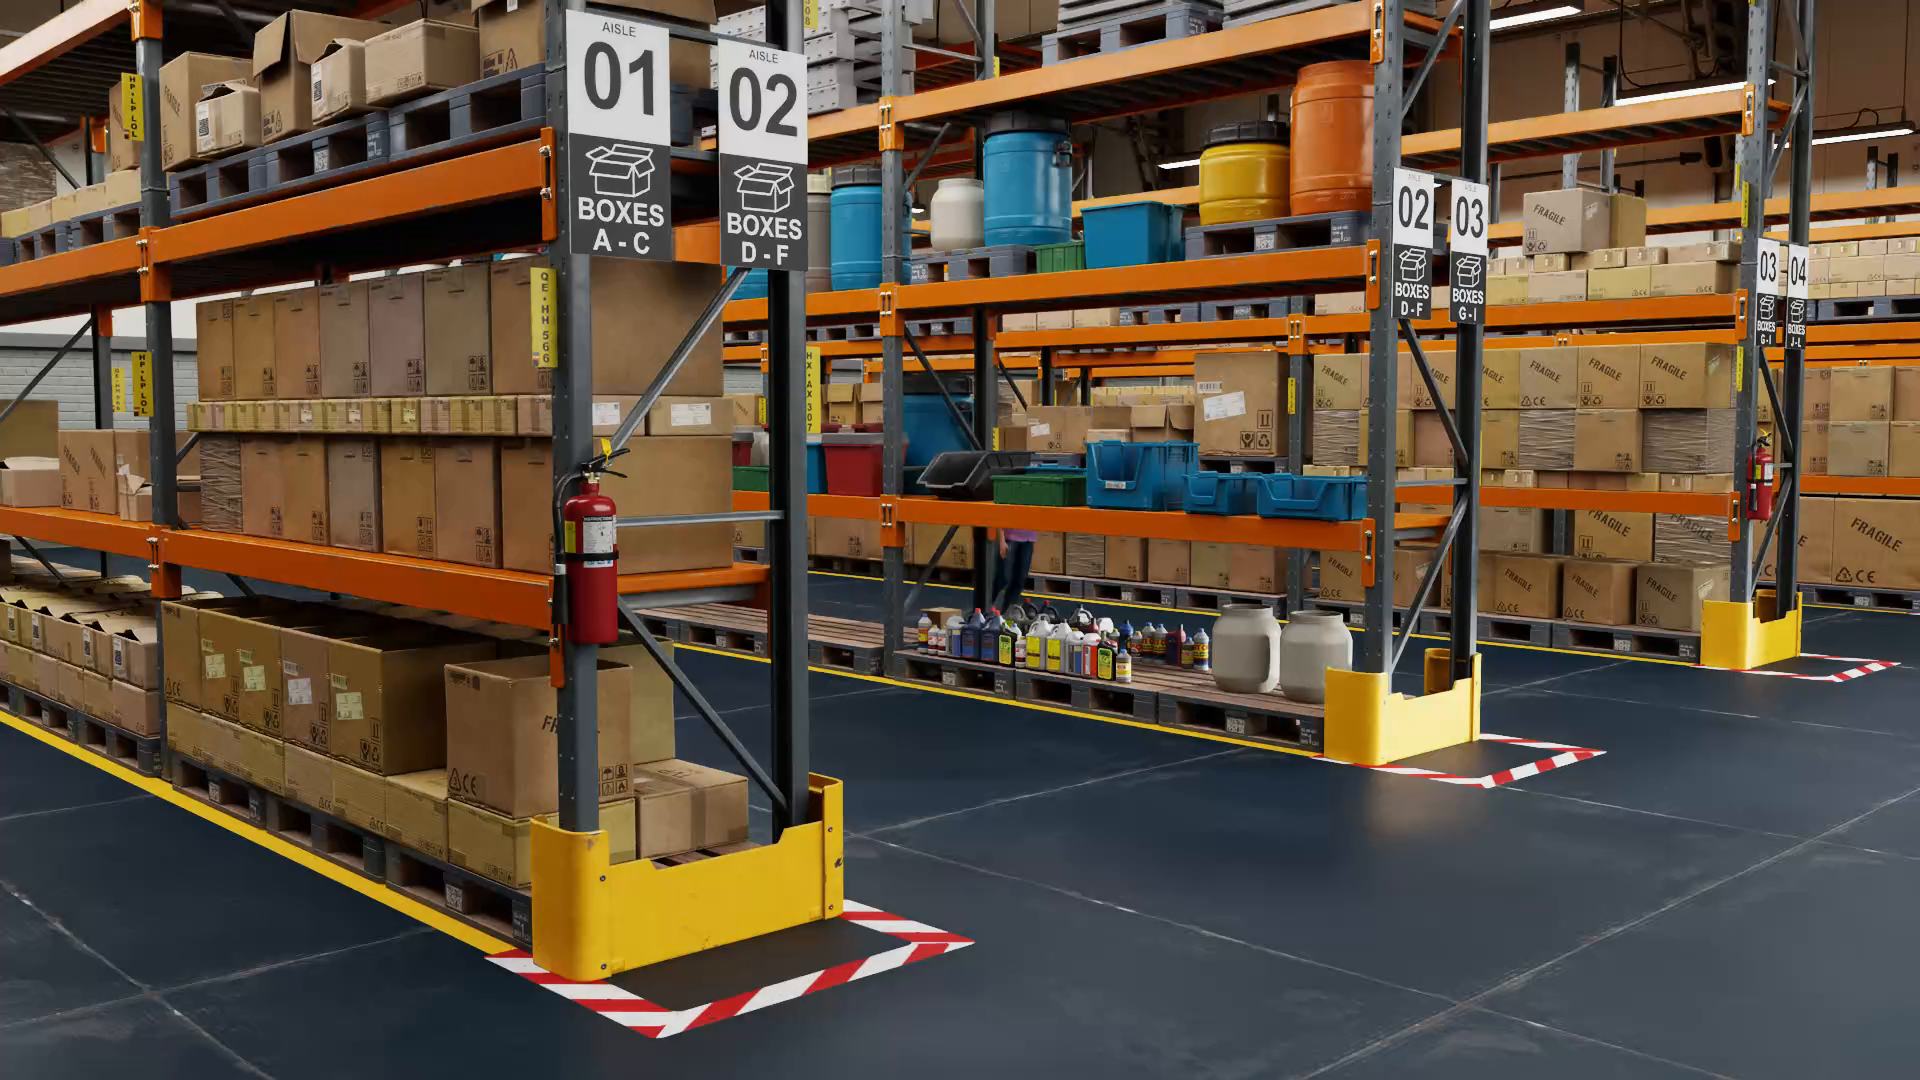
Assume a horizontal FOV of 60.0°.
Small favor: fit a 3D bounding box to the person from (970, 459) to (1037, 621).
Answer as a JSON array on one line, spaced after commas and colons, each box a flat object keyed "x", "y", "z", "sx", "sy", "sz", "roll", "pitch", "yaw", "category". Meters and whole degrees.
[{"x": 0.377, "y": 0.022, "z": 14.373, "sx": 0.584, "sy": 1.588, "sz": 0.471, "roll": -4, "pitch": 6, "yaw": -45, "category": "person"}]
